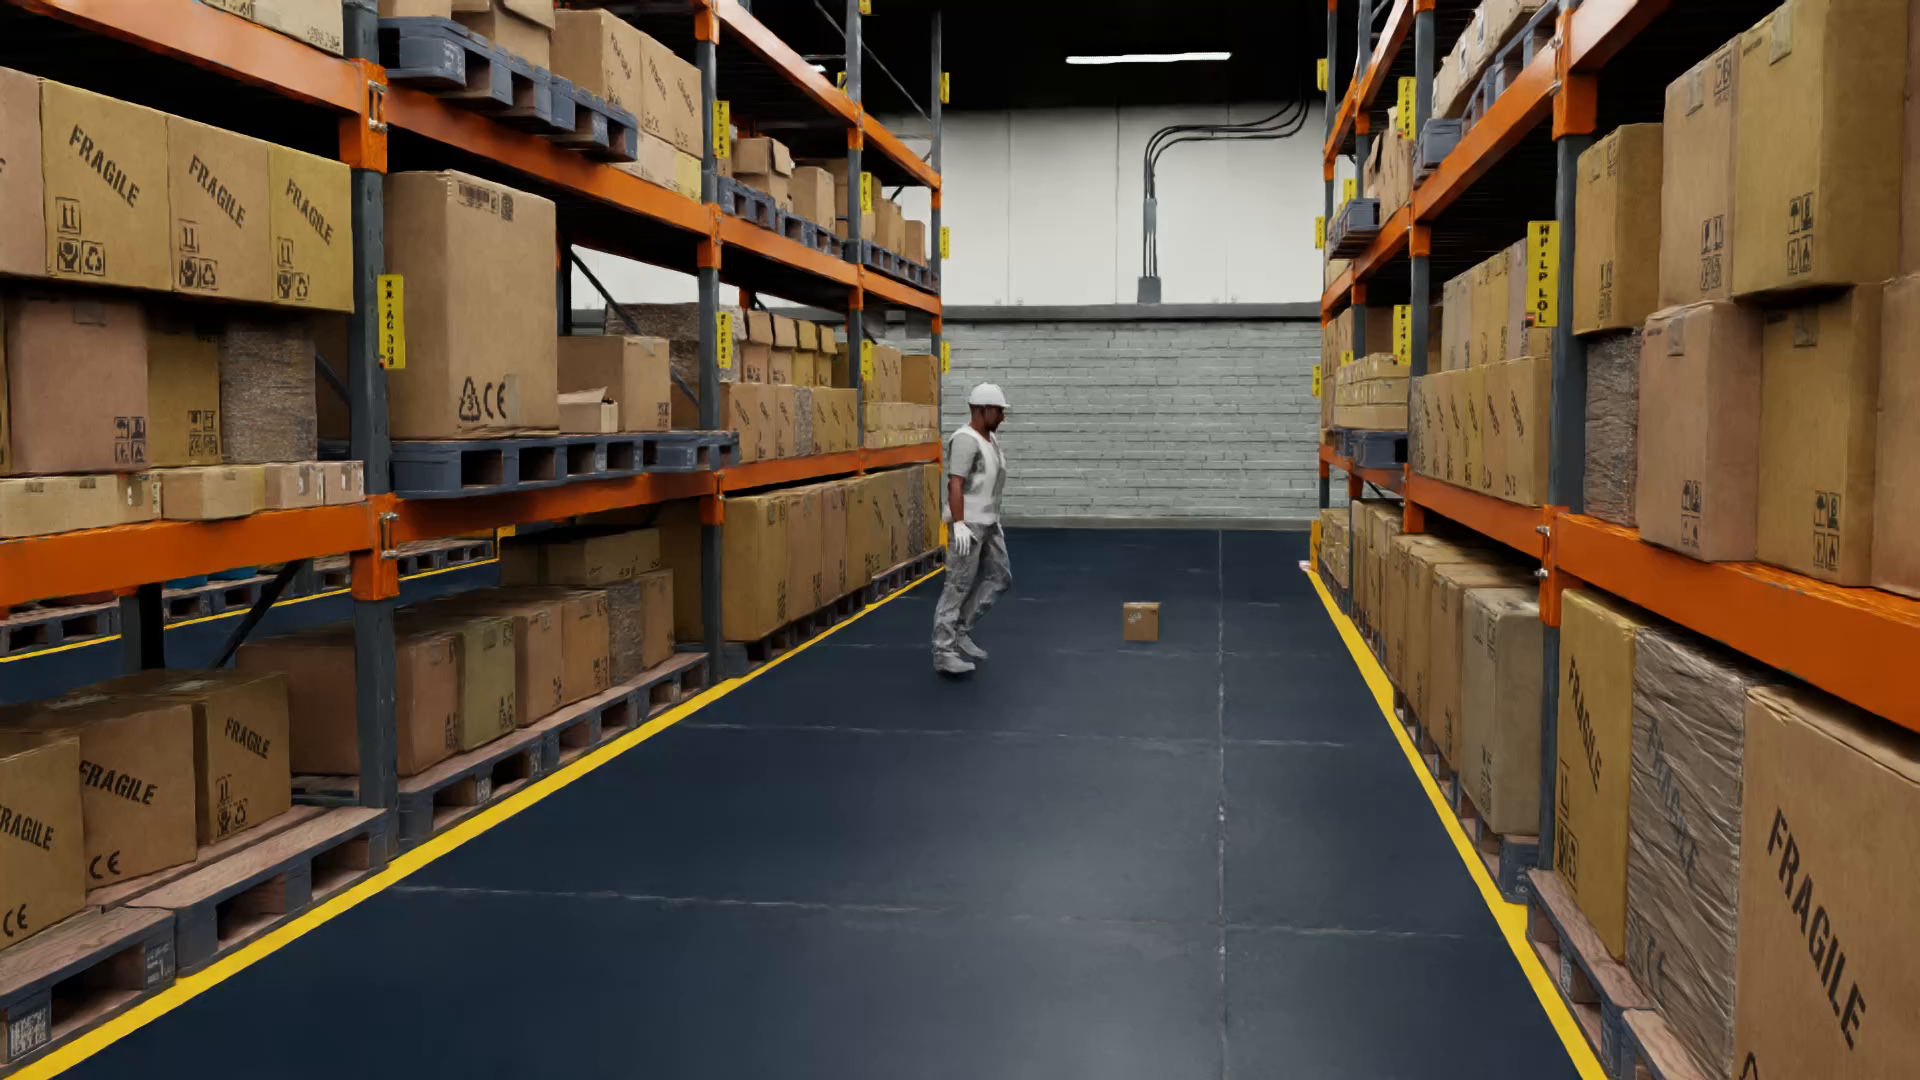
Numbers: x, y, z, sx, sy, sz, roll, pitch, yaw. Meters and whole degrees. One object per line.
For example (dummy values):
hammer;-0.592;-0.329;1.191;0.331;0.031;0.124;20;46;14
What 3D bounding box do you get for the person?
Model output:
person;0.100;-0.092;10.360;0.445;1.762;0.726;1;5;16
